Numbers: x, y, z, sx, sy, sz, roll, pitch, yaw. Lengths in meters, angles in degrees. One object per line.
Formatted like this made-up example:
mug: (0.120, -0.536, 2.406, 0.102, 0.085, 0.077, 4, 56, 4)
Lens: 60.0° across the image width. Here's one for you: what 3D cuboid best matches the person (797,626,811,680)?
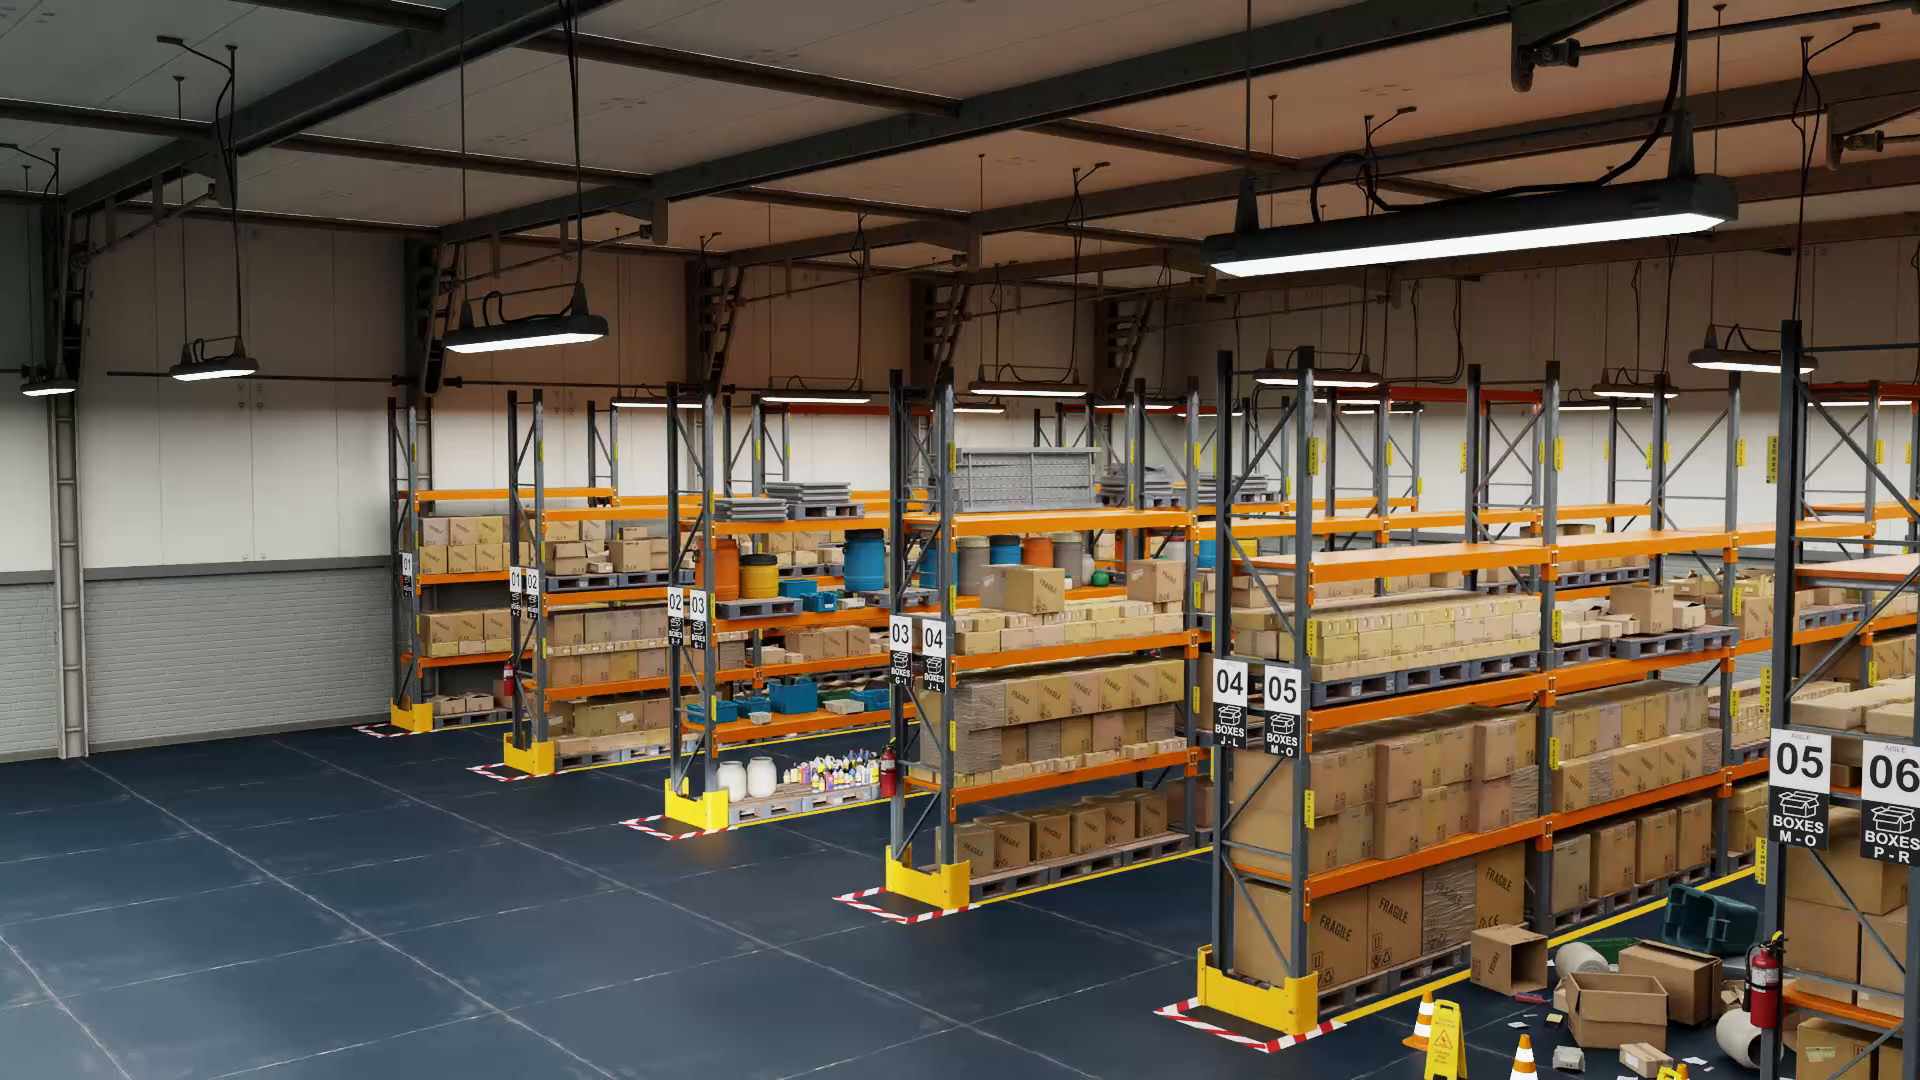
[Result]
person: (-2.958, 2.475, 31.952, 0.569, 1.657, 0.913, 3, 5, 43)
